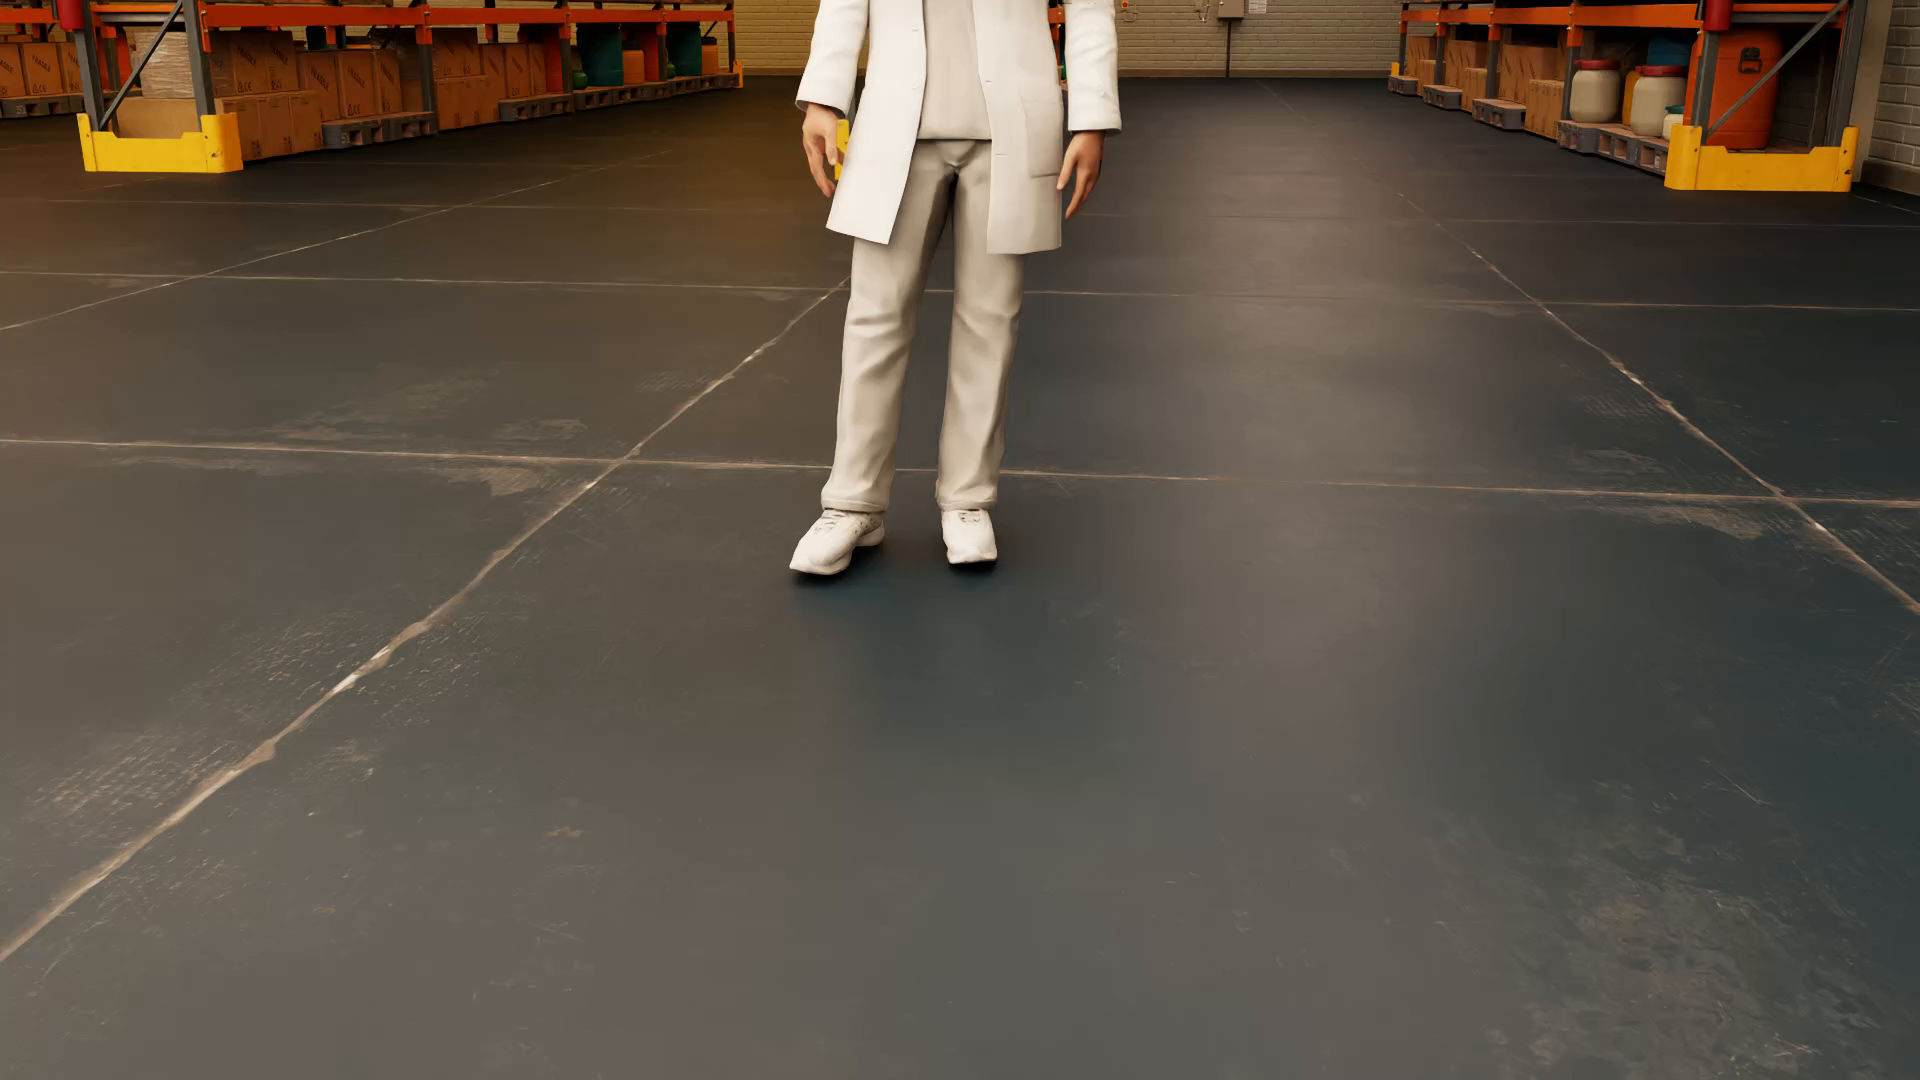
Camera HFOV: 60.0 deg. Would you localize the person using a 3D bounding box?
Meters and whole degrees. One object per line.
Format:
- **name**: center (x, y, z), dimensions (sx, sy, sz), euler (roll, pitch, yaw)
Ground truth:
- **person**: center (-0.015, -0.827, 3.470), dimensions (0.696, 1.777, 0.578), euler (2, 18, 7)
